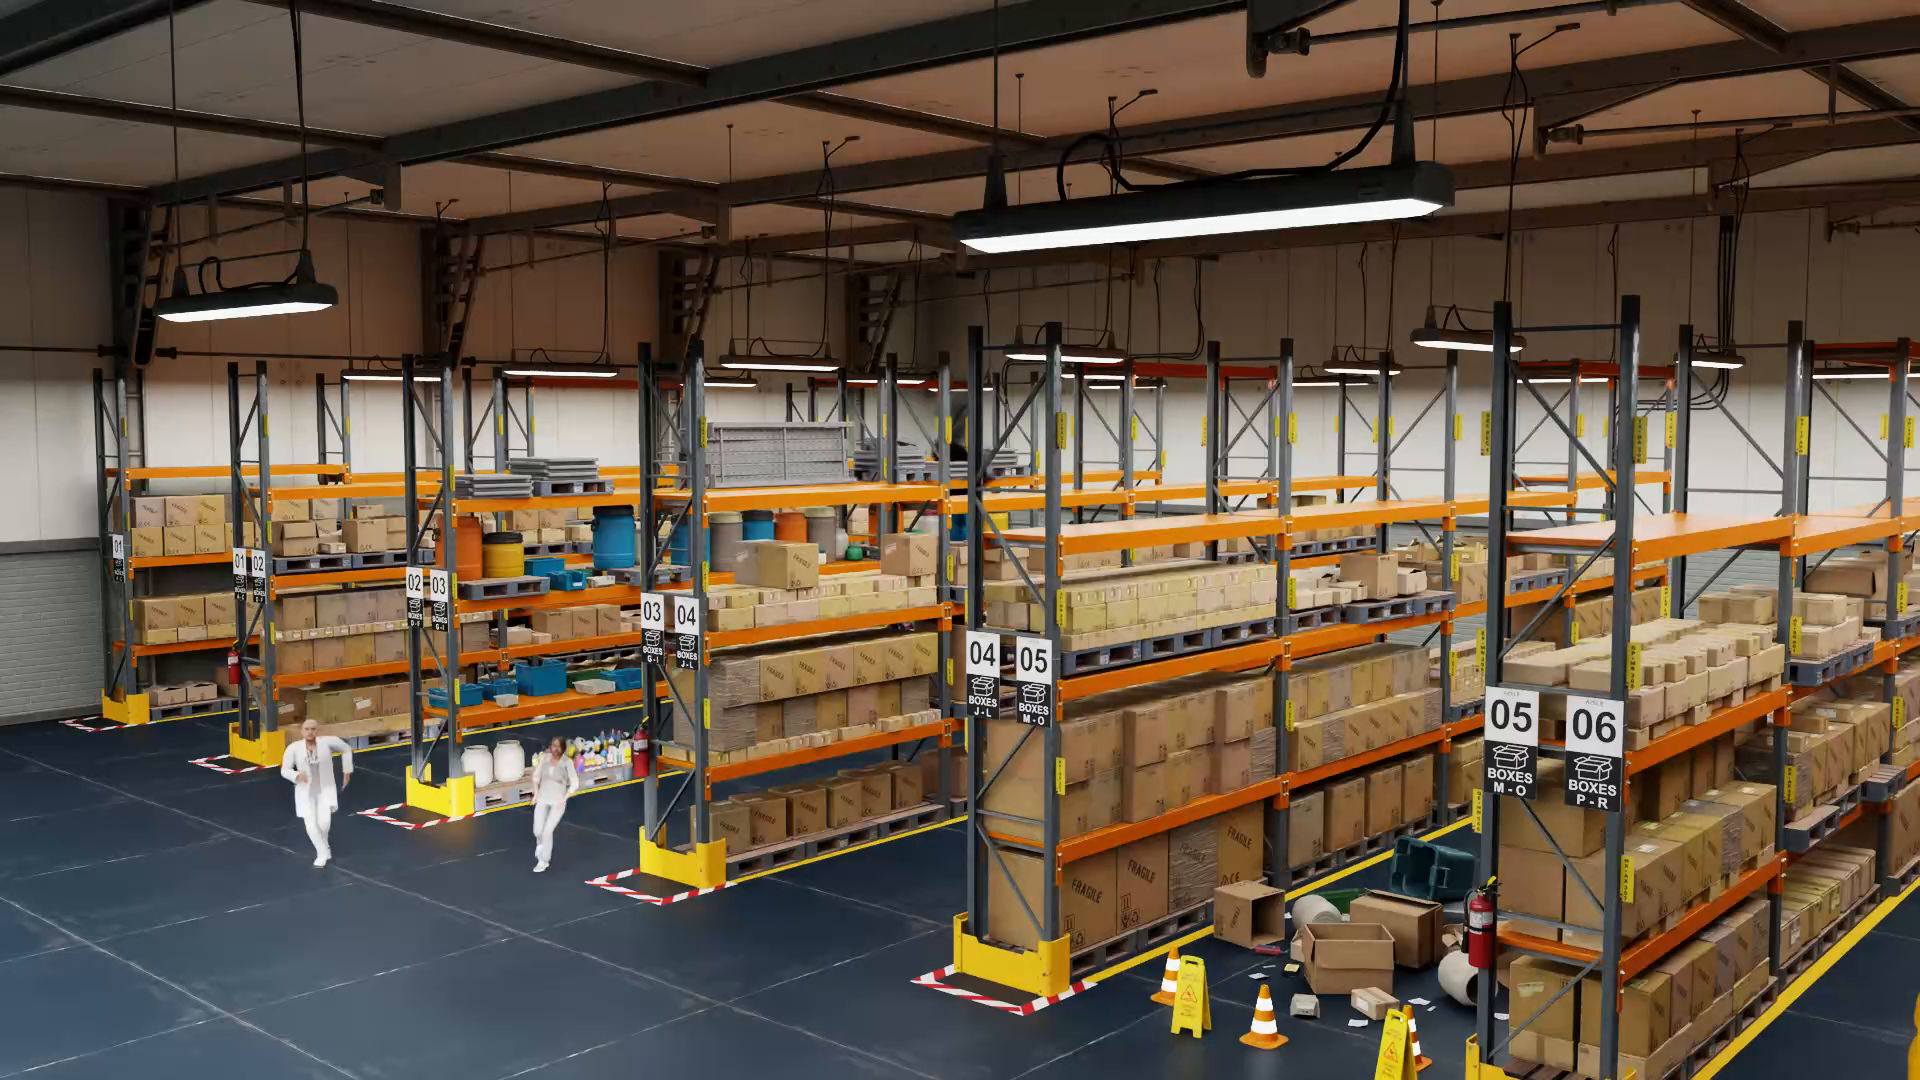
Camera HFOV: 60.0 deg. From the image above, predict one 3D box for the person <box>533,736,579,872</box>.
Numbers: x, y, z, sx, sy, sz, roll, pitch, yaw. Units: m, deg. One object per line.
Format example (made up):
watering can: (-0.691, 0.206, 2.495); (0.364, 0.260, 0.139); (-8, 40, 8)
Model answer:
person: (-4.635, 3.007, 19.027); (0.573, 1.533, 0.522); (0, 4, 2)

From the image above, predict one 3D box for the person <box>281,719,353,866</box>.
person: (-7.342, 2.899, 19.004); (0.761, 1.728, 0.724); (-1, 4, -18)

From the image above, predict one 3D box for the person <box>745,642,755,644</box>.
person: (-3.399, 2.212, 27.902); (0.655, 1.793, 0.985); (3, 5, 37)
